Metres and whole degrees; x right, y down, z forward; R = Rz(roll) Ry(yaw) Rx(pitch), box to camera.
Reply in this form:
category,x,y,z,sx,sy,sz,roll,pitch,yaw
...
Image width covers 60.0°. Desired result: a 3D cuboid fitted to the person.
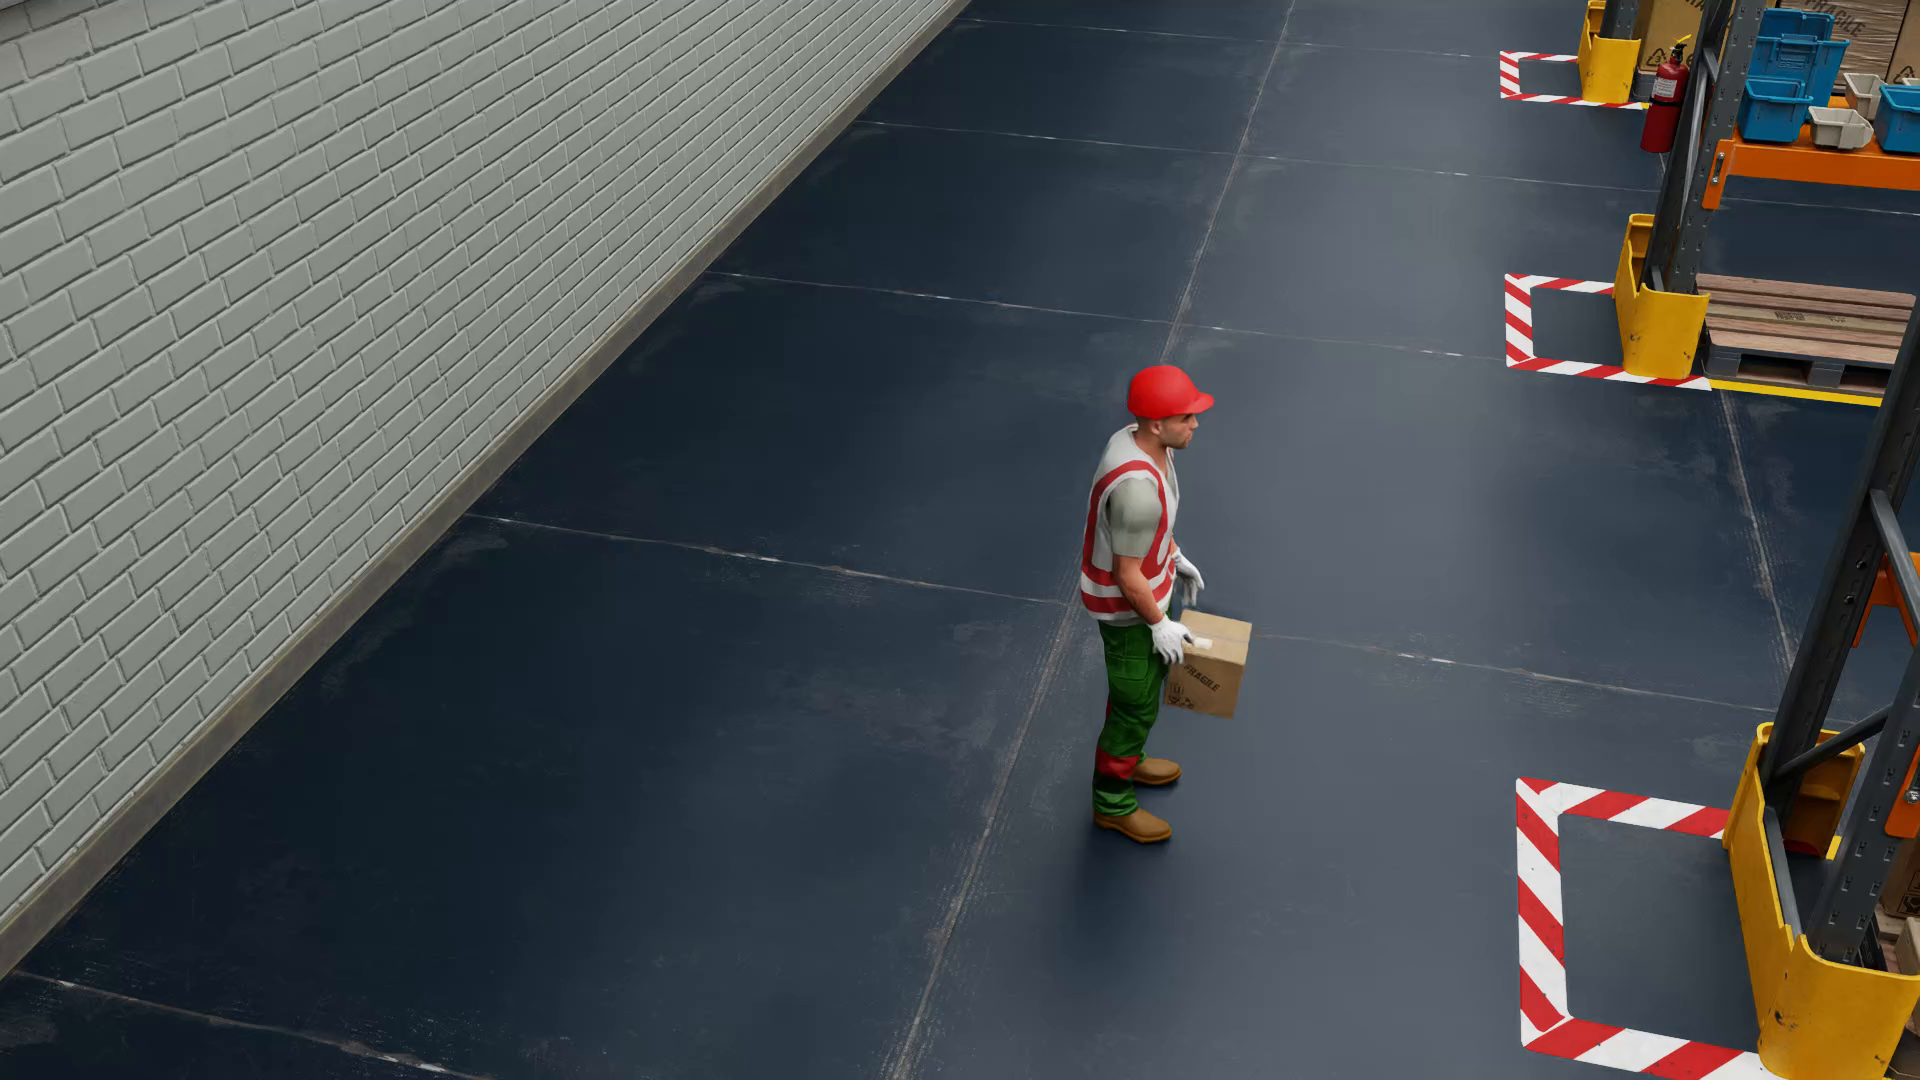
category,x,y,z,sx,sy,sz,roll,pitch,yaw
person,0.630,0.205,5.795,0.414,1.788,0.544,7,33,11
